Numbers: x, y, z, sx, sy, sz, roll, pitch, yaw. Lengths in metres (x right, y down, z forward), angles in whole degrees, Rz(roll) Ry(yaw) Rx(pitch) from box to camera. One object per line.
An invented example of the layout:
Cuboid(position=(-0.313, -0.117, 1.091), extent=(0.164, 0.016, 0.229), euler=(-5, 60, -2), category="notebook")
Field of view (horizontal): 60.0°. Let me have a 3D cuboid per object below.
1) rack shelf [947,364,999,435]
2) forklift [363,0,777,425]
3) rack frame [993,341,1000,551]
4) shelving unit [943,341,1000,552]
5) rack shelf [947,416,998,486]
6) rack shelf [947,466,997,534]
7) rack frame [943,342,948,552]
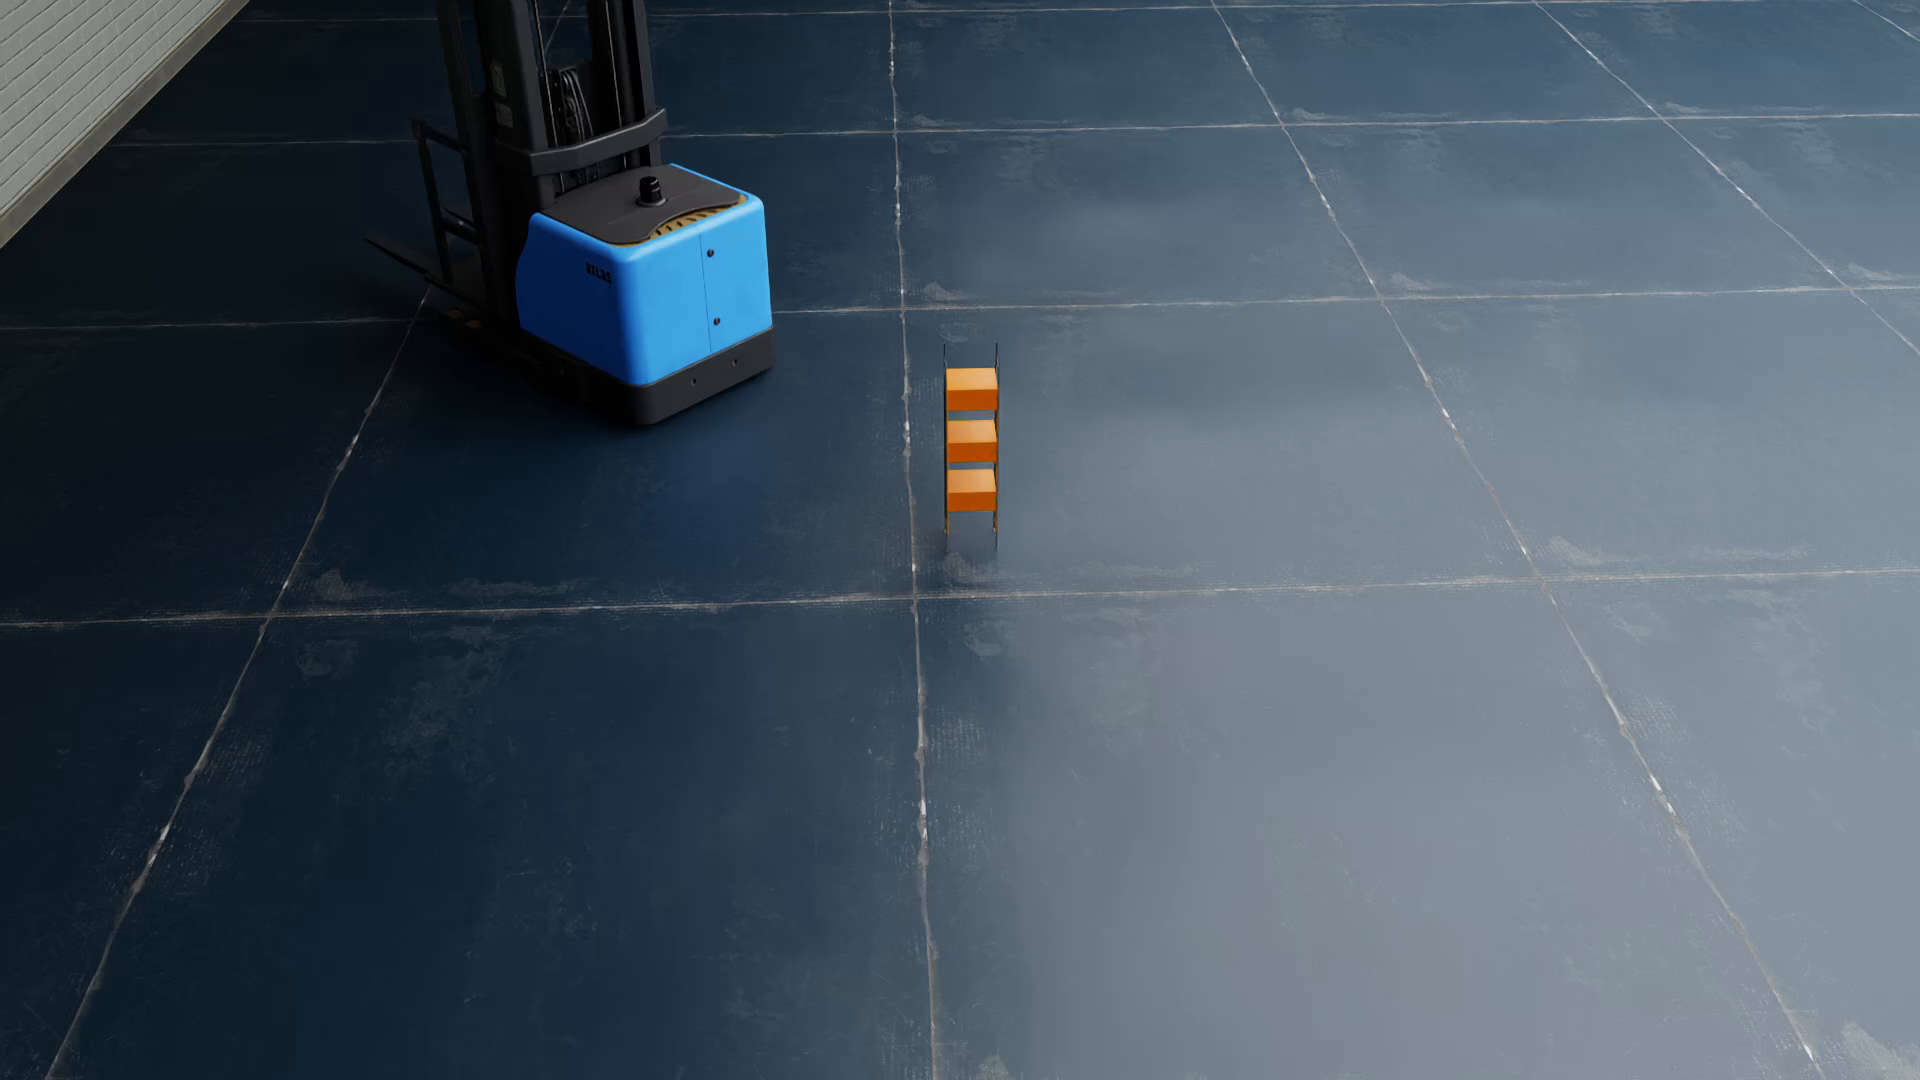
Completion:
Cuboid(position=(0.053, -0.658, 7.798), extent=(0.240, 0.259, 0.215), euler=(-2, 35, -2), category="rack shelf")
Cuboid(position=(-2.489, -2.542, 9.347), extent=(3.031, 2.935, 1.130), euler=(27, 43, 33), category="forklift")
Cuboid(position=(0.175, -0.436, 7.958), extent=(0.008, 1.050, 0.200), euler=(-2, 35, -2), category="rack frame")
Cuboid(position=(0.053, -0.433, 7.953), extent=(0.252, 1.050, 0.215), euler=(-2, 35, -2), category="shelving unit")
Cuboid(position=(0.053, -0.424, 7.959), extent=(0.240, 0.259, 0.215), euler=(-2, 35, -2), category="rack shelf")
Cuboid(position=(0.053, -0.196, 8.118), extent=(0.240, 0.259, 0.215), euler=(-2, 35, -2), category="rack shelf")
Cuboid(position=(-0.068, -0.430, 7.949), extent=(0.008, 1.050, 0.200), euler=(-2, 35, -2), category="rack frame")
